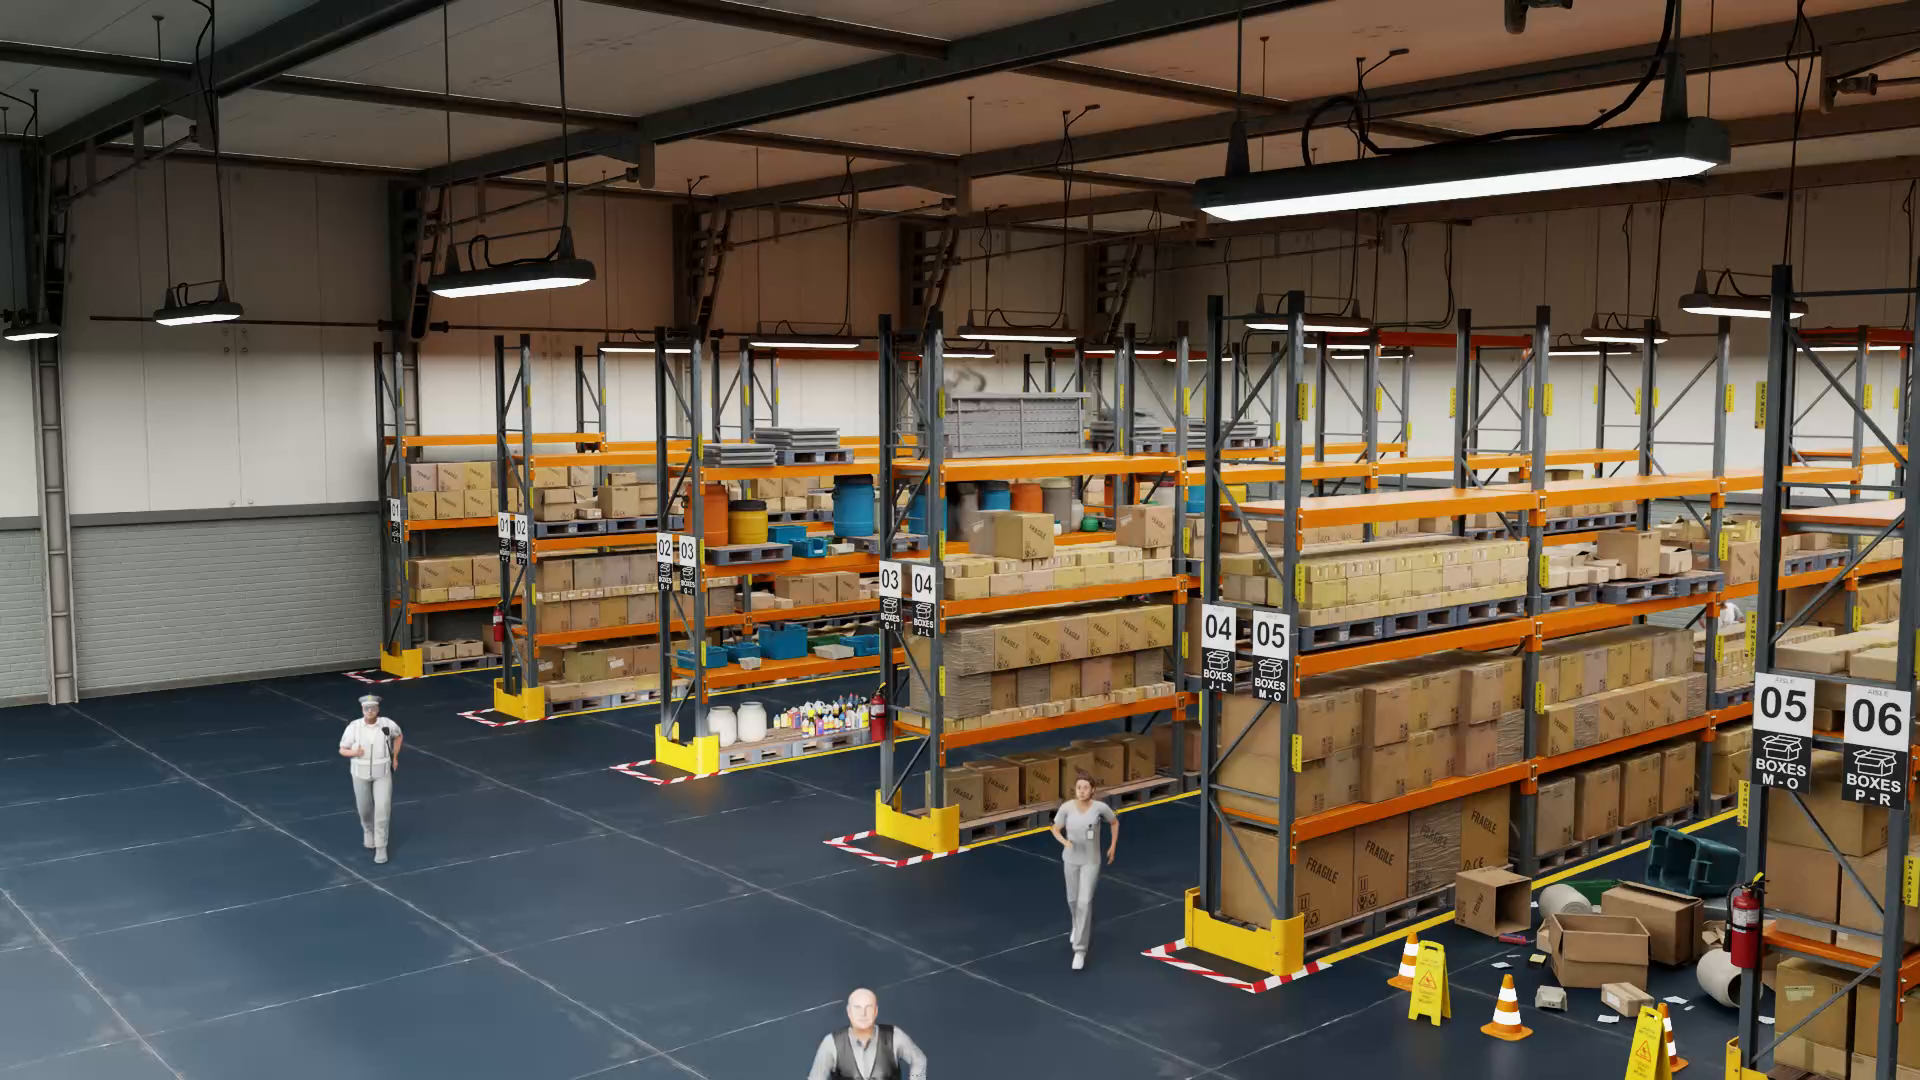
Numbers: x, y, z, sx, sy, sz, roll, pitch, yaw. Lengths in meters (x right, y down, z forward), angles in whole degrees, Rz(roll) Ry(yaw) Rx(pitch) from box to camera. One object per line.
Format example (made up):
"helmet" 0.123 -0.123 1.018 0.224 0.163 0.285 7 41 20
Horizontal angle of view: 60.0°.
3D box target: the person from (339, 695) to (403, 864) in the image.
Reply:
"person" -6.475 2.578 18.309 0.658 1.776 0.957 -2 5 -18

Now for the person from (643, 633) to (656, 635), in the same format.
"person" -5.602 1.636 29.970 0.614 1.618 0.578 5 7 42

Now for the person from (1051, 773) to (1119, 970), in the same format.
"person" 1.128 2.995 15.130 0.589 1.594 0.862 1 5 16

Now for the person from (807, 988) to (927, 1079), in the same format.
"person" -0.536 3.446 9.632 0.708 1.689 0.555 0 5 -4

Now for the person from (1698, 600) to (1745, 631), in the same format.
"person" 12.965 1.707 28.292 0.690 1.769 0.922 1 5 8
